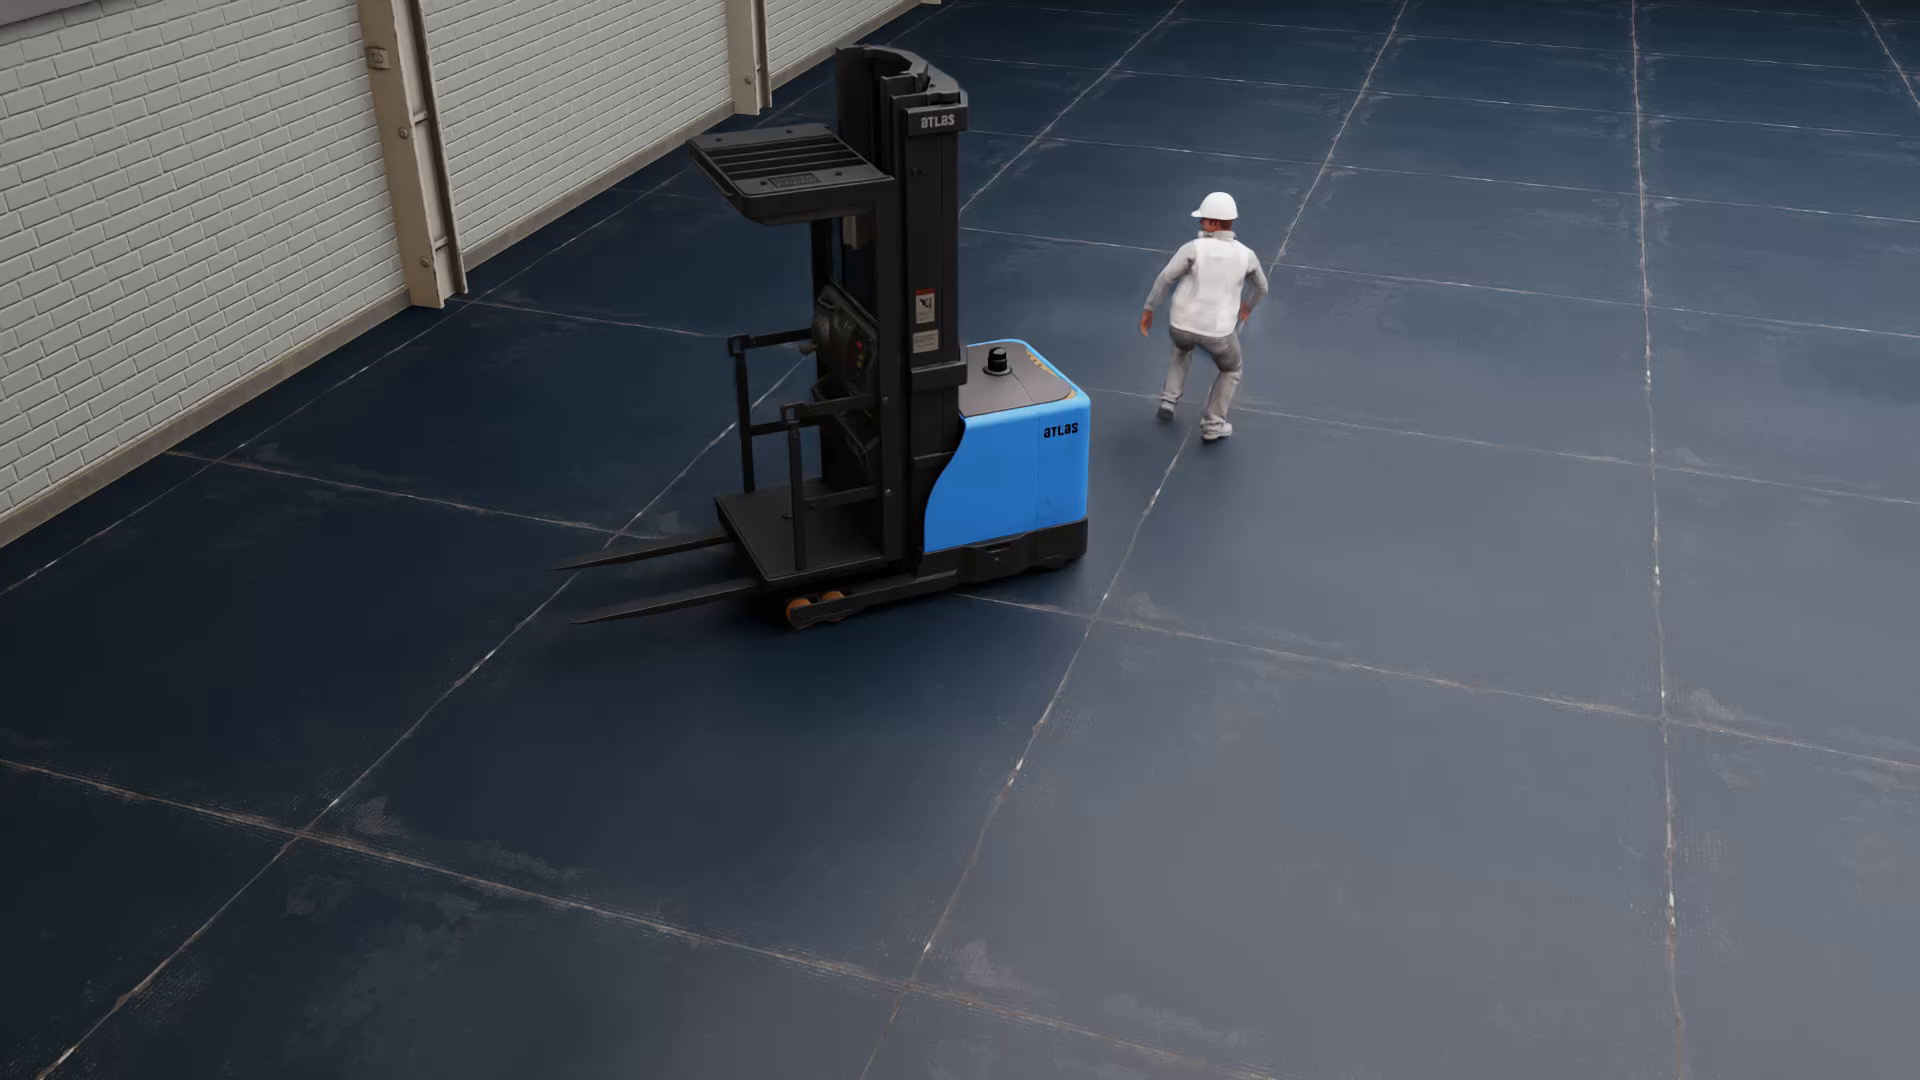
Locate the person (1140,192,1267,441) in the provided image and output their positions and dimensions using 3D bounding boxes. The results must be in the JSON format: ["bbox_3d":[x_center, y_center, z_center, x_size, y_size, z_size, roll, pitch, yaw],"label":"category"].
[{"bbox_3d":[1.619,-1.473,10.993,0.753,1.686,0.650,9,31,16],"label":"person"}]

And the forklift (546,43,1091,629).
[{"bbox_3d":[-0.814,-1.077,9.026,3.031,2.935,1.130,-12,32,-20],"label":"forklift"}]
